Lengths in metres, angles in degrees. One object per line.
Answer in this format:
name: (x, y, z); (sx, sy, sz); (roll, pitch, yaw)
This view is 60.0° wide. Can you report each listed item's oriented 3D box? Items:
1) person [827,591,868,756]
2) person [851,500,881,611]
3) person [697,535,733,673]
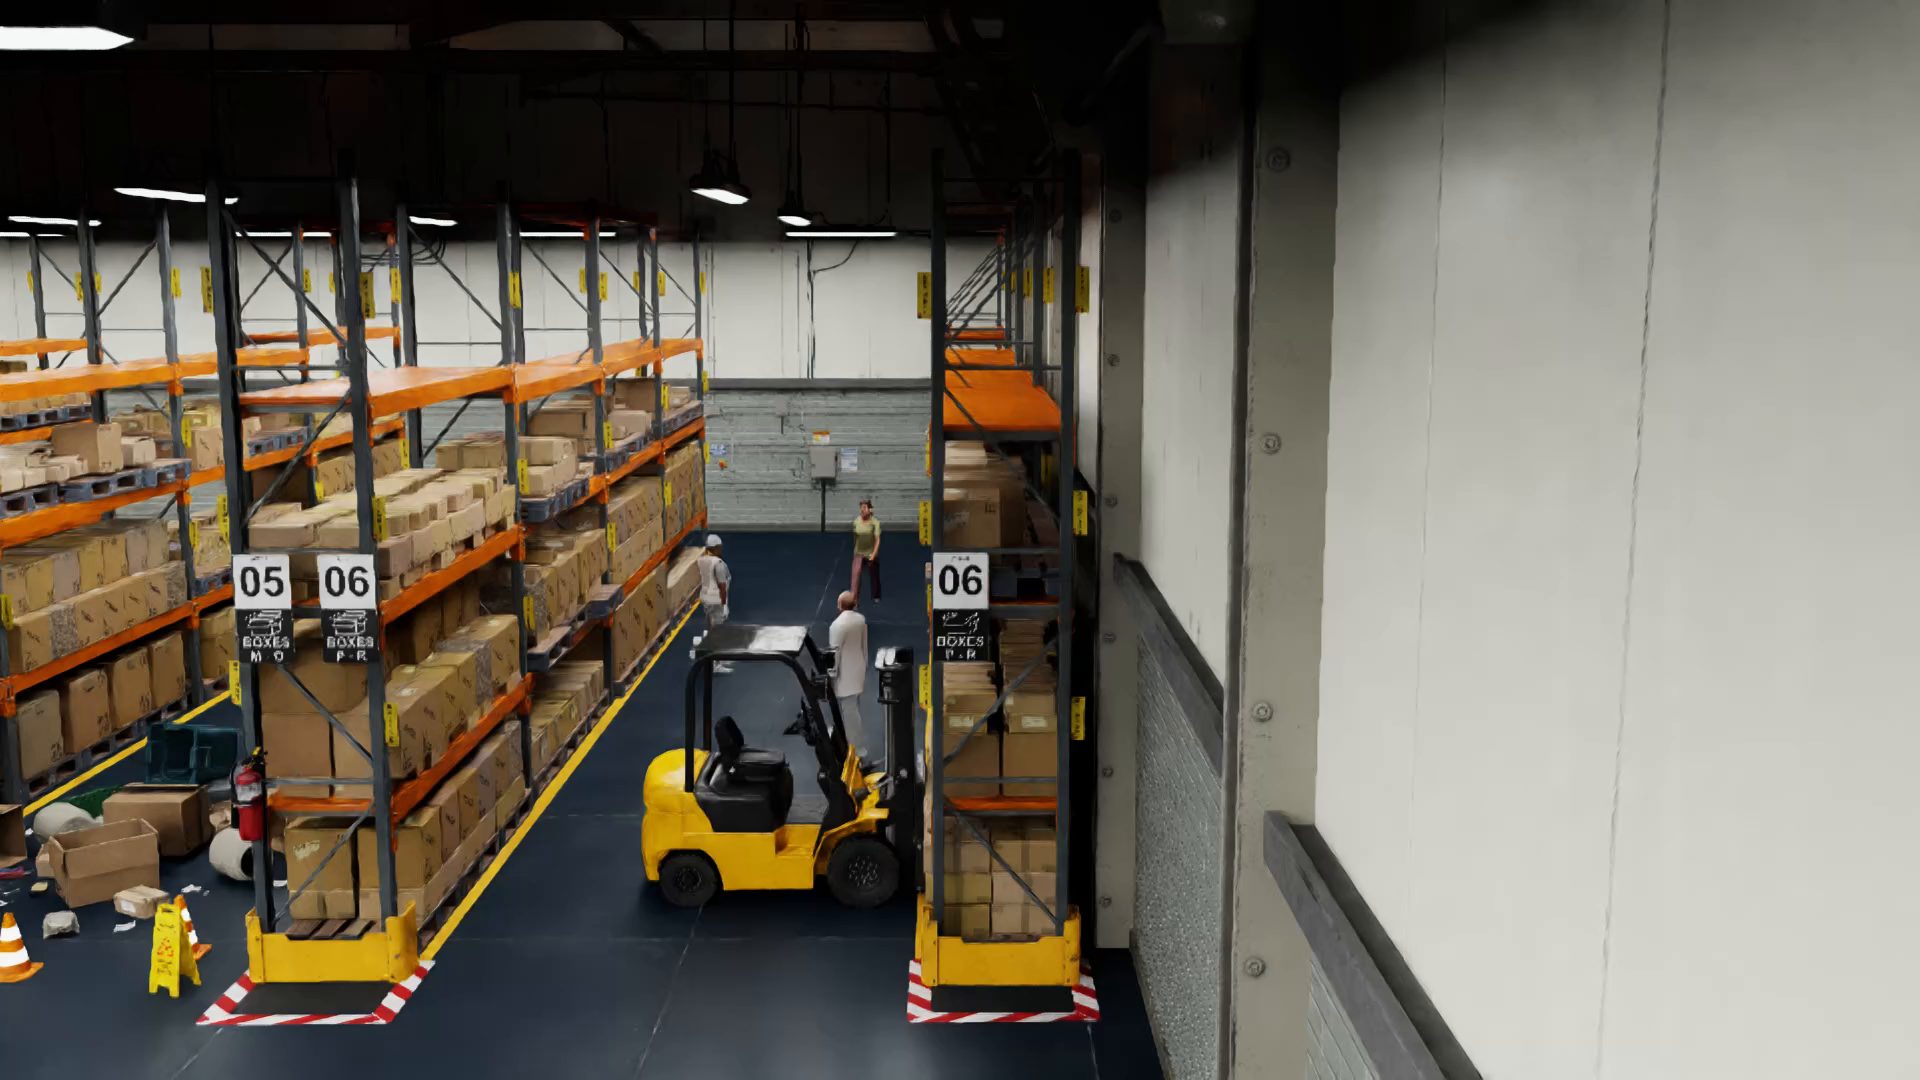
person: (-1.245, 1.417, 17.947); (0.641, 1.772, 0.693); (4, 10, 24)
person: (-1.364, 0.205, 24.333); (0.447, 1.601, 1.023); (1, 9, 9)
person: (-3.152, 0.816, 21.684); (0.456, 1.779, 0.620); (-6, 11, -31)
